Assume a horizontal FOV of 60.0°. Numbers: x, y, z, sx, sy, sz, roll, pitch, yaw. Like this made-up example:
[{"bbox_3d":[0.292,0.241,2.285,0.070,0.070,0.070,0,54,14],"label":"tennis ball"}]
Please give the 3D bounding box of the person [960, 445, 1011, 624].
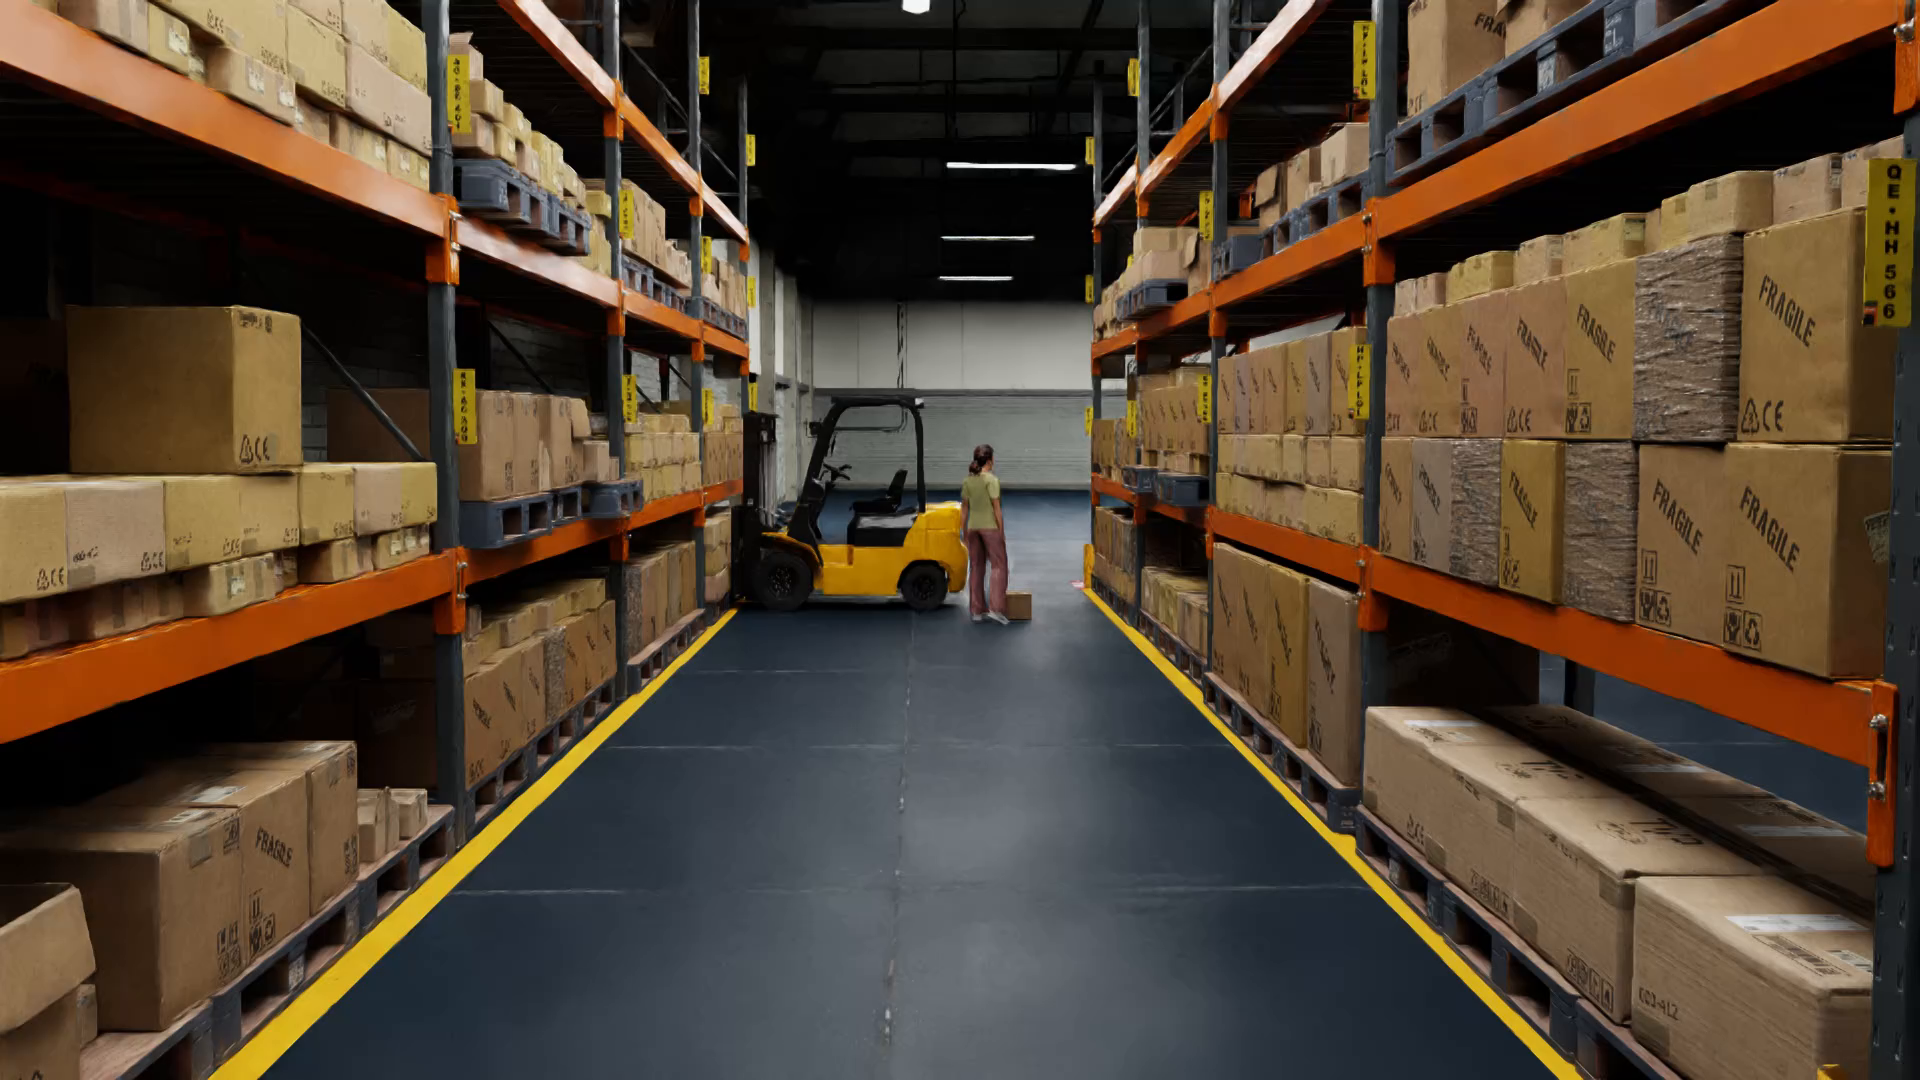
[{"bbox_3d":[0.259,-0.045,15.814,0.521,1.720,0.393,3,5,40],"label":"person"}]
